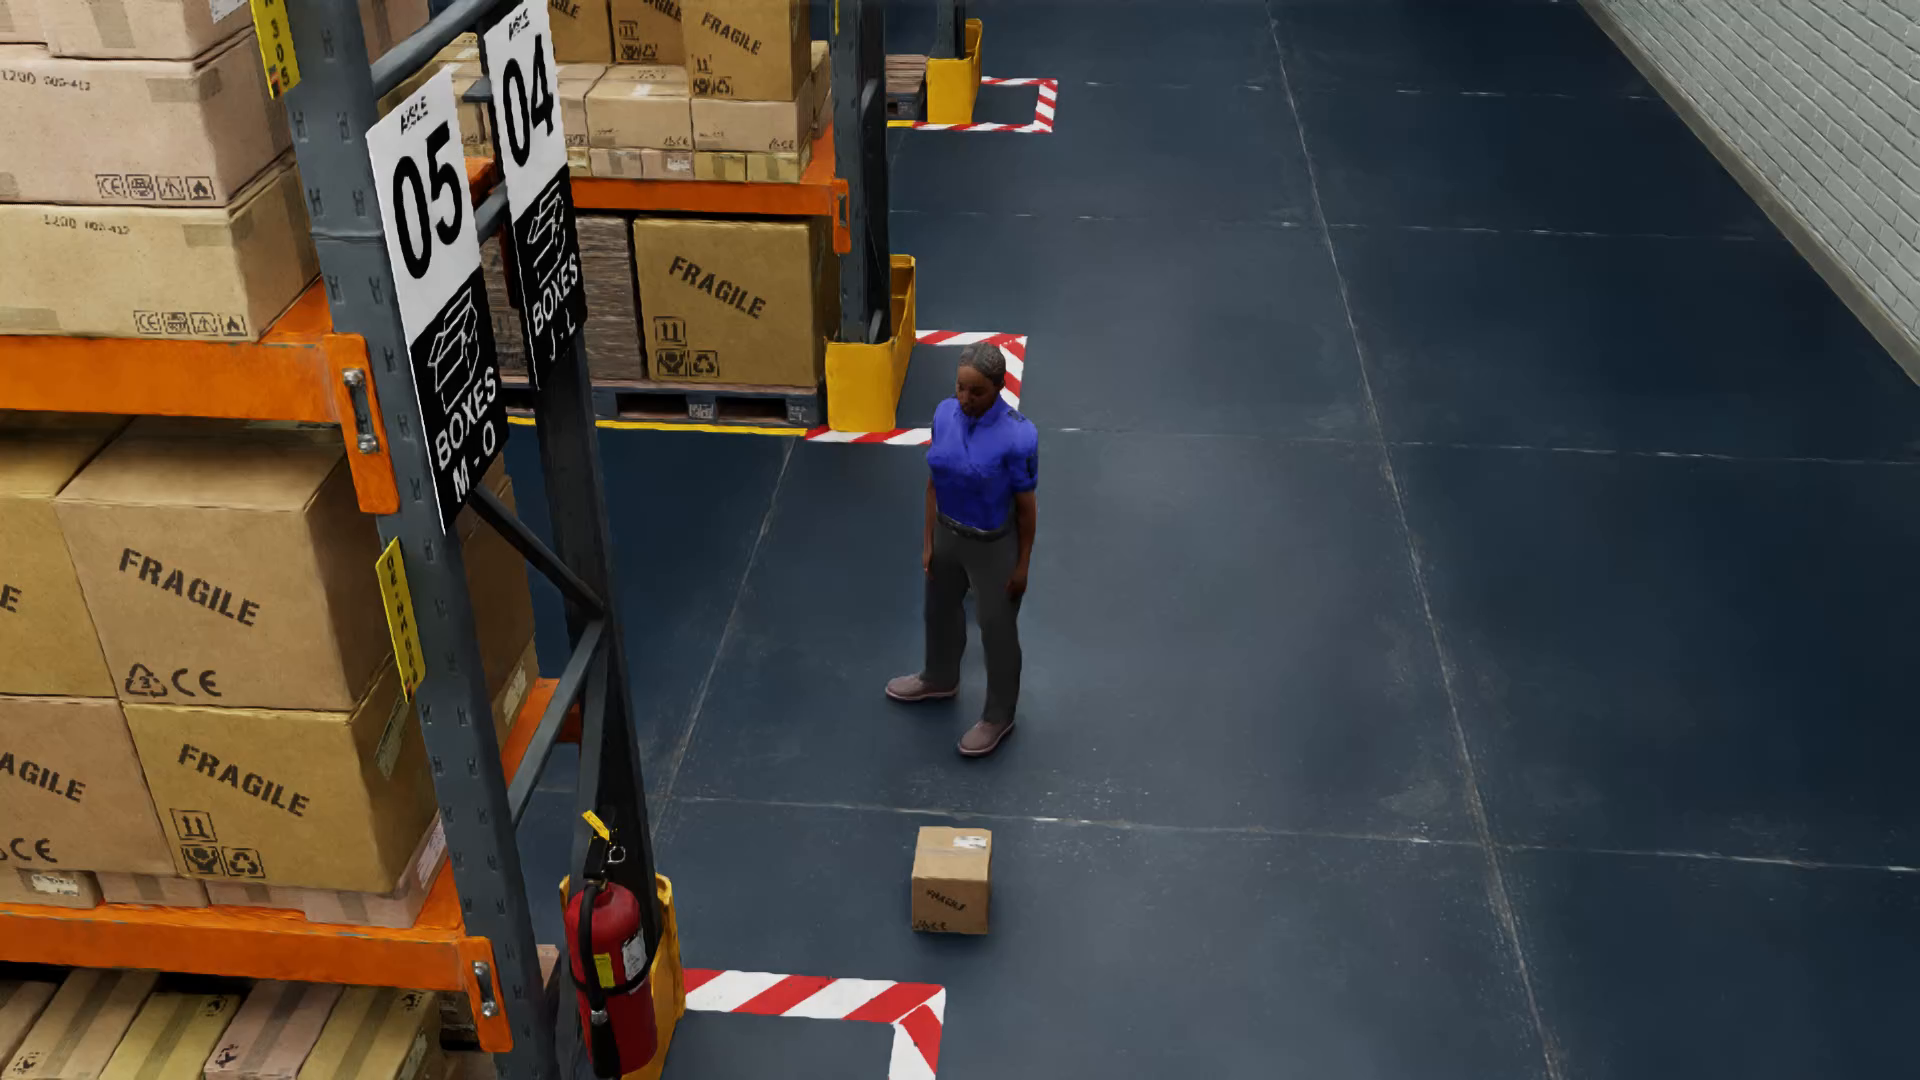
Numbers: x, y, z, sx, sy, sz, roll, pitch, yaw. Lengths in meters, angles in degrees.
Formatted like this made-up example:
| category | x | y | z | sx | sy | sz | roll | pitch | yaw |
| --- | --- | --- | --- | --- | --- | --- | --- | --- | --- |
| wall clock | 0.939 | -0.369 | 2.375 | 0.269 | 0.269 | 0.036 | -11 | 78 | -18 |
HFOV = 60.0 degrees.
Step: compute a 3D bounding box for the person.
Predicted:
| category | x | y | z | sx | sy | sz | roll | pitch | yaw |
| --- | --- | --- | --- | --- | --- | --- | --- | --- | --- |
| person | -0.023 | 0.002 | 6.117 | 0.649 | 1.660 | 0.335 | 23 | 39 | 32 |
